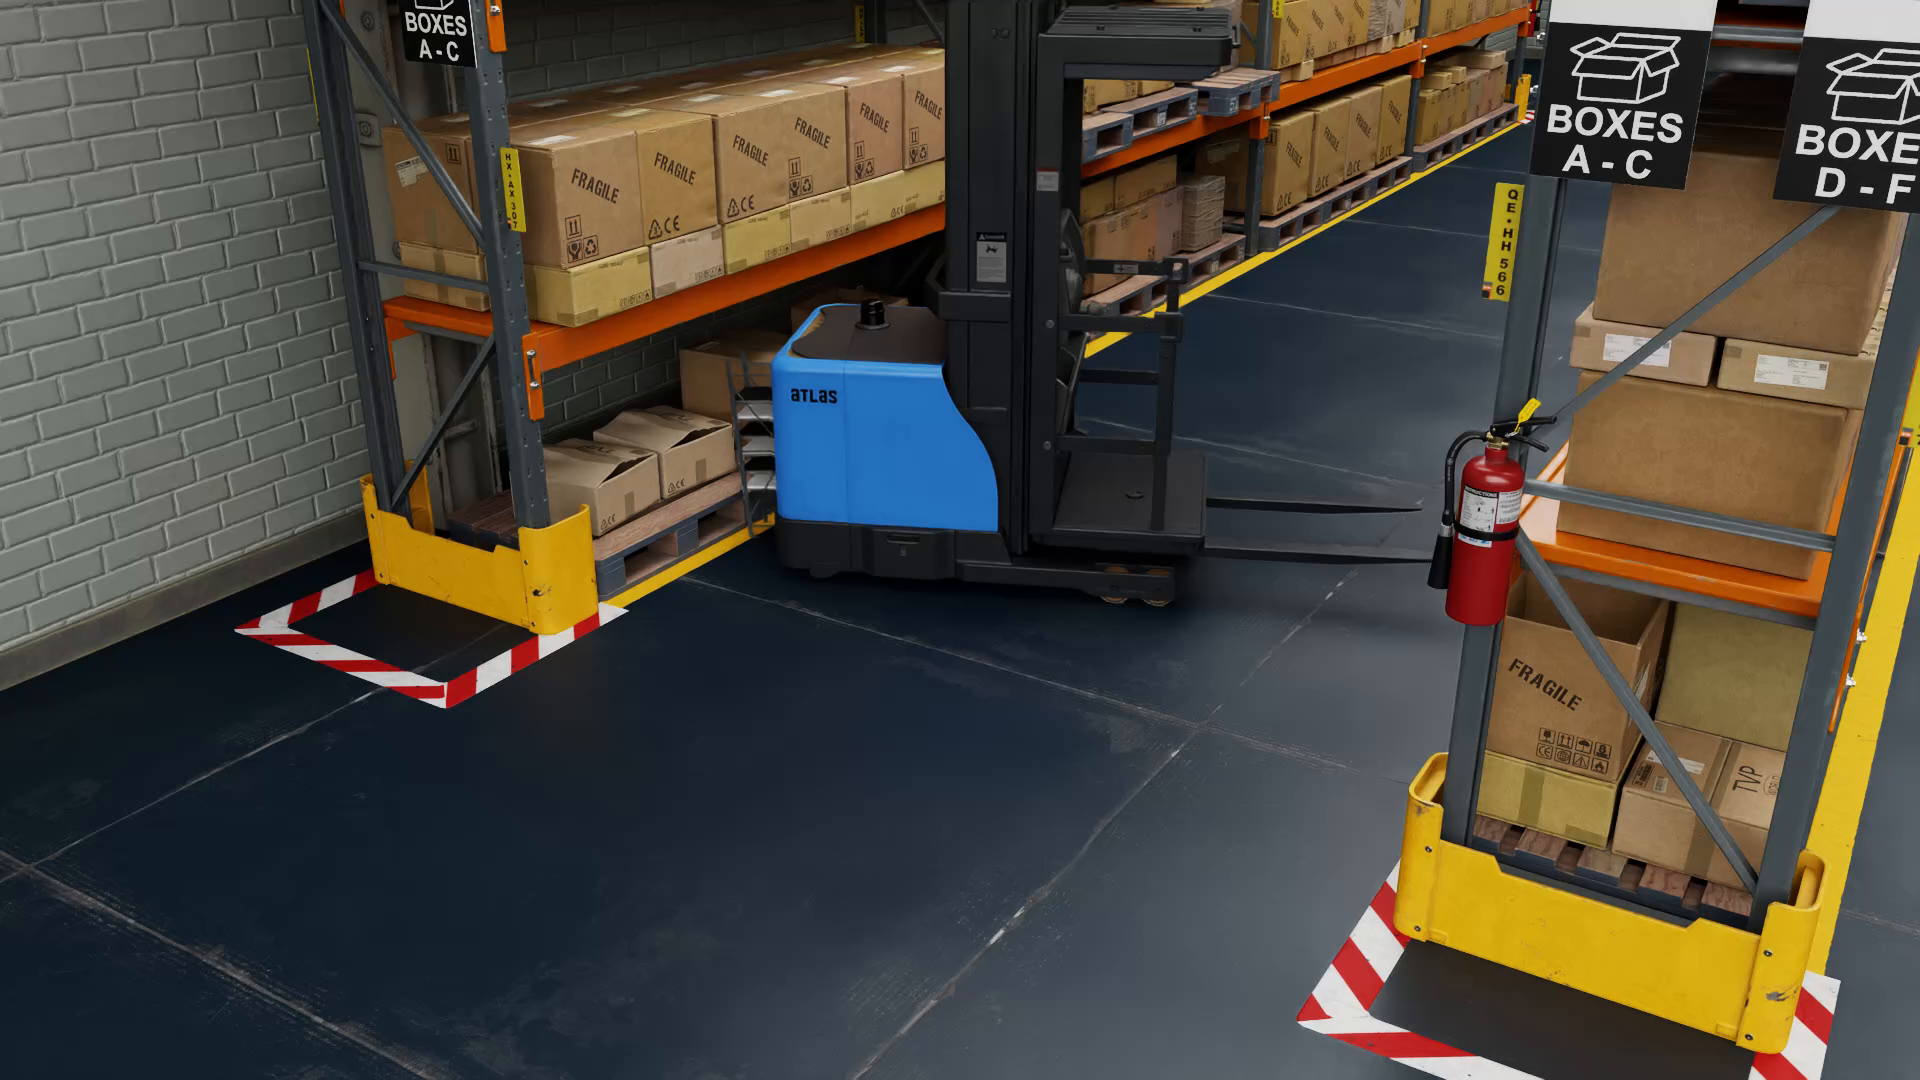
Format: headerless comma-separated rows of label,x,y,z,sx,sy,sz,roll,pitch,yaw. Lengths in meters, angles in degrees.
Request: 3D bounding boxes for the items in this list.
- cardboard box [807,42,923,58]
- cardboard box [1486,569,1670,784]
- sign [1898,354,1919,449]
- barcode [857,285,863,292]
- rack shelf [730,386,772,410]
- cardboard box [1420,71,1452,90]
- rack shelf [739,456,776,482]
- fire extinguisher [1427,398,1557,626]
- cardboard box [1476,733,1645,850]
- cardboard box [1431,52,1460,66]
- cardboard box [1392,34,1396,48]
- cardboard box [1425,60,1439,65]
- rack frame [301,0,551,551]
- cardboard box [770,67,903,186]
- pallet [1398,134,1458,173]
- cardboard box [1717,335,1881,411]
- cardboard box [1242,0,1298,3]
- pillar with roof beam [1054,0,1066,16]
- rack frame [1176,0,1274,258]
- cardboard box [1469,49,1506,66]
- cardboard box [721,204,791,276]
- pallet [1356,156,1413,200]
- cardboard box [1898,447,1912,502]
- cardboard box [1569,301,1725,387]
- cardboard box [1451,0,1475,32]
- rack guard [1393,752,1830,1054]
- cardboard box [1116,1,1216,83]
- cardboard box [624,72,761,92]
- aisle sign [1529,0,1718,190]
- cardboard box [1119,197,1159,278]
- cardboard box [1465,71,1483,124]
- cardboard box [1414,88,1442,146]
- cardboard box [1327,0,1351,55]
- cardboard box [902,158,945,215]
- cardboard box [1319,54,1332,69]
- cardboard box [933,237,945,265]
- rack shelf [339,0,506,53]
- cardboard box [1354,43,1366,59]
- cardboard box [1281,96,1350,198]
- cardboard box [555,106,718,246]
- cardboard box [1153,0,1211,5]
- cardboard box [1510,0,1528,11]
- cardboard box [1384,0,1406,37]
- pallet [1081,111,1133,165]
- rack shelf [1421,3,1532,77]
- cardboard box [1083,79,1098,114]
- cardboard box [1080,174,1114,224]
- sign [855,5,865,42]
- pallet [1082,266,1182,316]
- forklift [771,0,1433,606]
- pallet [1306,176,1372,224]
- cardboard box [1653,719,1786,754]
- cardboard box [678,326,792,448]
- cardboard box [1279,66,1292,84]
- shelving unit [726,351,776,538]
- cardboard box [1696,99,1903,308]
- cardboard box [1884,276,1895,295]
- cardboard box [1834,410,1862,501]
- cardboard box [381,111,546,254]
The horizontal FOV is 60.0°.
cardboard box,-0.550,-2.624,9.755,0.500,0.500,0.500,13,27,28
cardboard box,2.006,0.414,5.505,0.500,0.500,0.500,14,27,29
sign,2.444,-0.382,4.168,0.100,0.325,0.005,14,27,29
barcode,-0.614,-1.524,10.184,0.001,0.075,0.075,14,27,29
rack shelf,-0.961,-0.685,8.080,0.258,0.077,0.200,1,22,15
cardboard box,4.912,-4.806,17.377,0.380,0.149,0.250,15,28,31
rack shelf,-0.930,-0.351,8.212,0.258,0.077,0.200,1,22,15
fire extinguisher,1.519,-0.089,4.777,0.296,0.674,0.183,14,27,29
cardboard box,2.007,0.759,5.653,0.500,0.250,0.500,14,27,29
cardboard box,5.418,-5.419,18.793,0.380,0.149,0.250,14,27,29
cardboard box,3.869,-4.707,15.637,0.380,0.149,0.250,15,27,31
cardboard box,5.016,-5.161,18.197,0.380,0.149,0.250,13,27,28
rack frame,-2.235,-1.104,7.024,1.000,3.000,0.127,14,27,29
cardboard box,-0.645,-2.177,8.722,0.500,0.500,0.500,13,27,27
pallet,4.563,-4.115,17.489,1.003,0.211,1.213,14,27,29
cardboard box,2.365,-0.498,4.682,0.380,0.149,0.250,14,27,29
cardboard box,2.459,-4.449,13.281,0.500,0.250,0.500,15,27,30
pillar with roof beam,4.222,-5.398,9.391,9.100,9.000,0.400,14,27,29
rack frame,1.985,-3.804,13.262,1.000,3.000,0.127,14,27,29
cardboard box,6.008,-5.509,19.001,0.380,0.149,0.250,14,27,28
cardboard box,-1.172,-1.491,8.083,0.500,0.250,0.500,13,27,28
pallet,3.752,-3.598,16.296,1.003,0.211,1.213,14,27,29
cardboard box,4.509,-0.432,8.405,0.500,0.250,0.500,13,27,28
cardboard box,2.015,-0.580,4.871,0.380,0.149,0.250,13,27,28
cardboard box,4.785,-5.717,17.302,0.980,0.700,0.700,13,27,28
rack guard,1.963,1.088,5.107,1.175,0.500,0.348,14,27,29
cardboard box,1.474,-3.697,12.334,0.700,0.500,0.500,11,26,24
cardboard box,-1.358,-2.105,8.557,0.500,0.500,0.500,14,27,30
aisle sign,1.691,-1.300,4.204,0.394,0.787,0.004,14,27,29
cardboard box,1.041,-2.282,12.338,0.700,0.500,0.500,14,27,29
cardboard box,5.392,-4.954,18.535,0.700,0.500,0.500,13,27,27
cardboard box,4.577,-4.431,17.327,0.700,0.500,0.500,14,27,30
cardboard box,3.006,-4.448,14.224,0.500,0.500,0.500,14,27,29
cardboard box,-0.387,-2.005,9.268,0.500,0.250,0.500,14,27,29
cardboard box,3.010,-4.201,14.469,0.380,0.149,0.250,14,27,30
cardboard box,0.249,-1.761,11.134,0.700,0.500,0.500,15,28,31
rack shelf,-1.180,-2.825,8.131,1.077,0.370,4.000,14,27,29
cardboard box,3.450,-4.455,15.056,0.380,0.149,0.250,13,27,28
cardboard box,2.952,-3.525,14.795,0.750,0.750,0.750,14,27,29
cardboard box,-1.459,-1.651,7.509,0.500,0.500,0.500,14,27,29
cardboard box,1.671,-4.115,12.484,0.380,0.149,0.250,9,25,20
cardboard box,5.944,-6.468,19.037,0.980,0.700,0.700,15,28,31
cardboard box,3.805,-4.963,15.413,0.500,0.500,0.500,14,27,29
pallet,0.402,-2.593,10.707,1.003,0.211,1.213,14,27,29
rack shelf,5.150,-5.499,18.082,1.077,0.370,4.000,14,27,29
cardboard box,0.473,-3.054,10.848,0.700,0.500,0.500,17,29,34
cardboard box,0.750,-2.431,11.738,0.500,0.250,0.500,13,27,27
sign,-0.598,-3.100,10.179,0.100,0.325,0.005,14,27,29
pallet,0.927,-1.851,12.260,1.003,0.211,1.213,14,27,29
forklift,0.695,-1.271,7.496,3.031,2.935,1.130,3,24,8
pallet,3.109,-3.185,15.341,1.003,0.211,1.213,14,27,29
cardboard box,2.708,0.698,5.794,0.500,0.250,0.500,14,27,29
cardboard box,-1.063,-0.803,8.922,0.700,0.500,0.500,12,26,26
cardboard box,2.496,-3.844,13.644,0.380,0.149,0.250,14,27,30
shelving unit,-0.941,-0.465,8.167,0.258,0.900,0.210,1,22,15
cardboard box,2.533,-1.060,5.164,0.700,0.500,0.500,13,27,28
cardboard box,2.770,-0.756,5.279,0.380,0.149,0.250,13,27,28
cardboard box,2.506,-0.446,5.379,0.700,0.500,0.500,15,27,30
cardboard box,-2.167,-1.592,7.372,0.500,0.500,0.500,14,27,28
